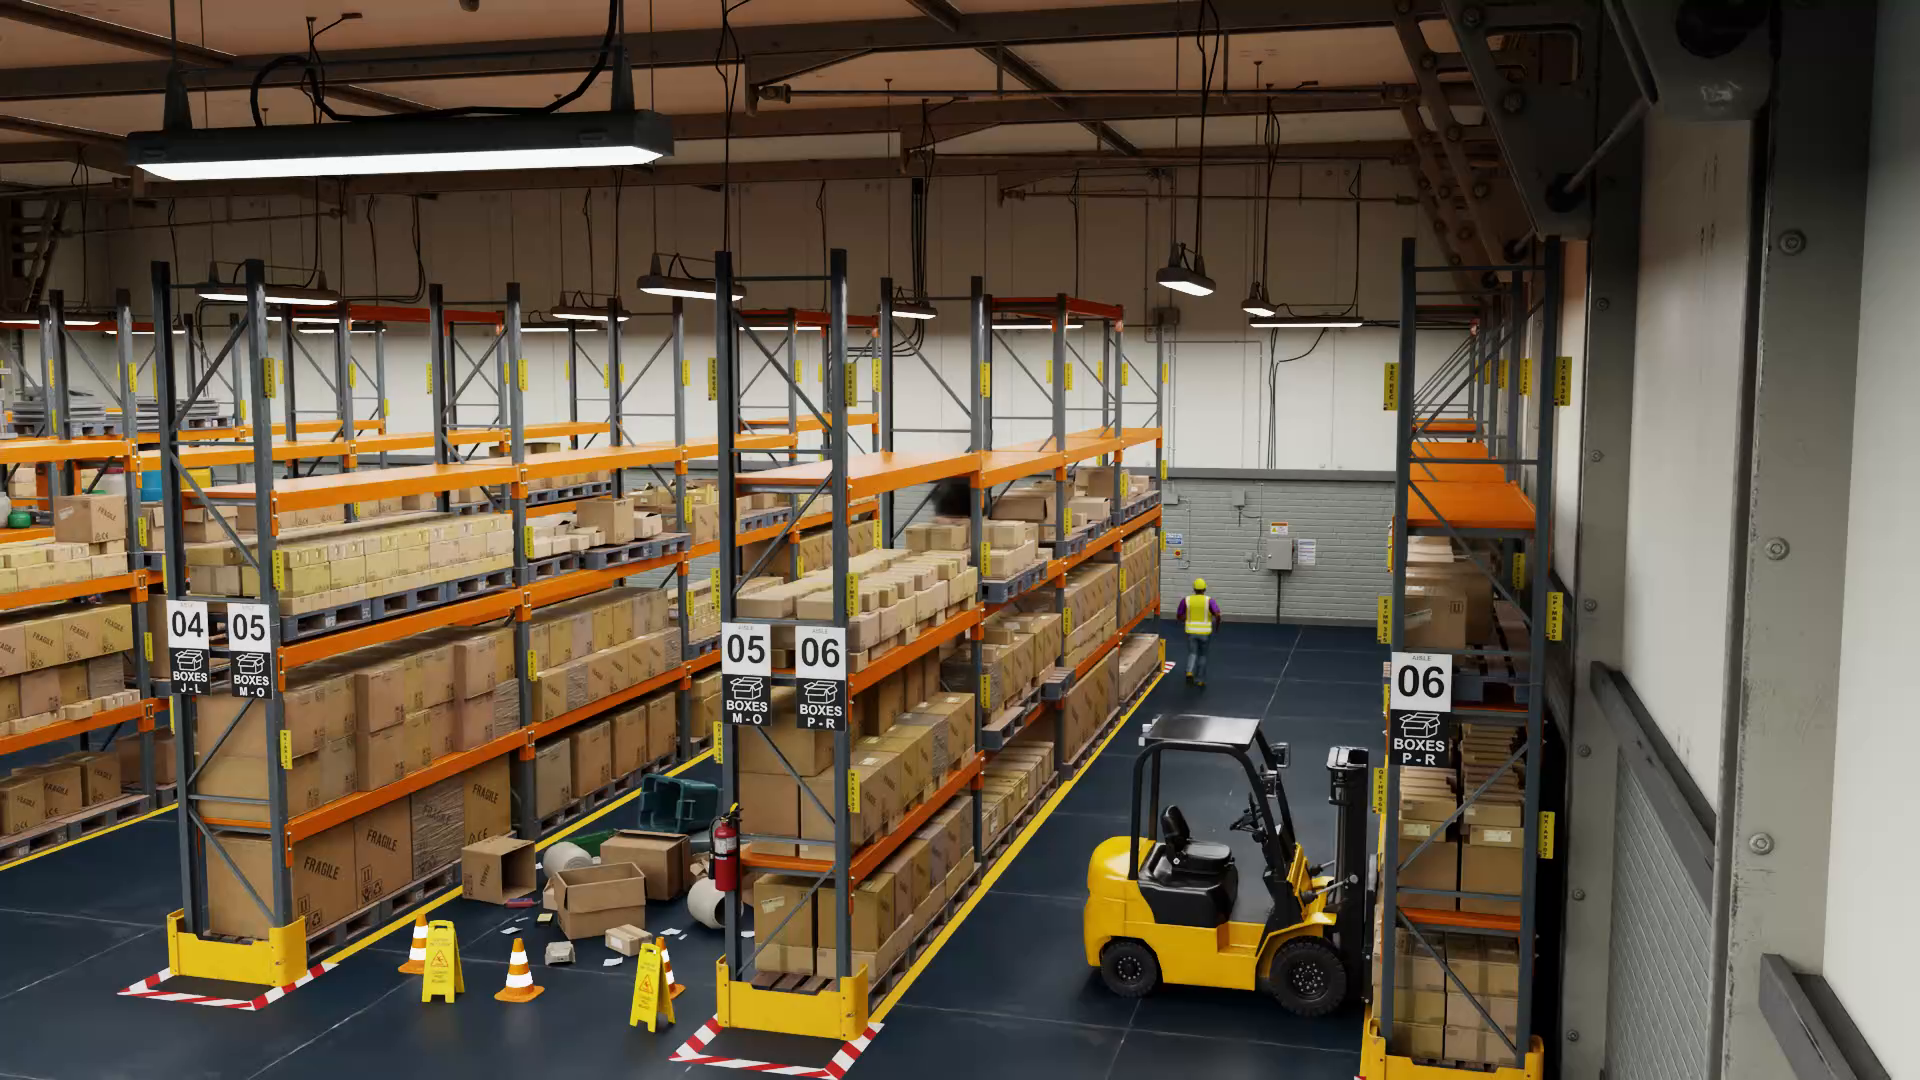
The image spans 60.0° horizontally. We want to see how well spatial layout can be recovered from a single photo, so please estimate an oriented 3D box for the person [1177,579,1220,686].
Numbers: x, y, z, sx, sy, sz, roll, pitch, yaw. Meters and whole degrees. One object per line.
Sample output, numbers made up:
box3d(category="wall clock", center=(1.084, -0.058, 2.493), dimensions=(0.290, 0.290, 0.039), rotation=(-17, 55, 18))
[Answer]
box3d(category="person", center=(3.802, 1.493, 26.488), dimensions=(0.709, 1.755, 0.793), rotation=(2, 6, 17))
